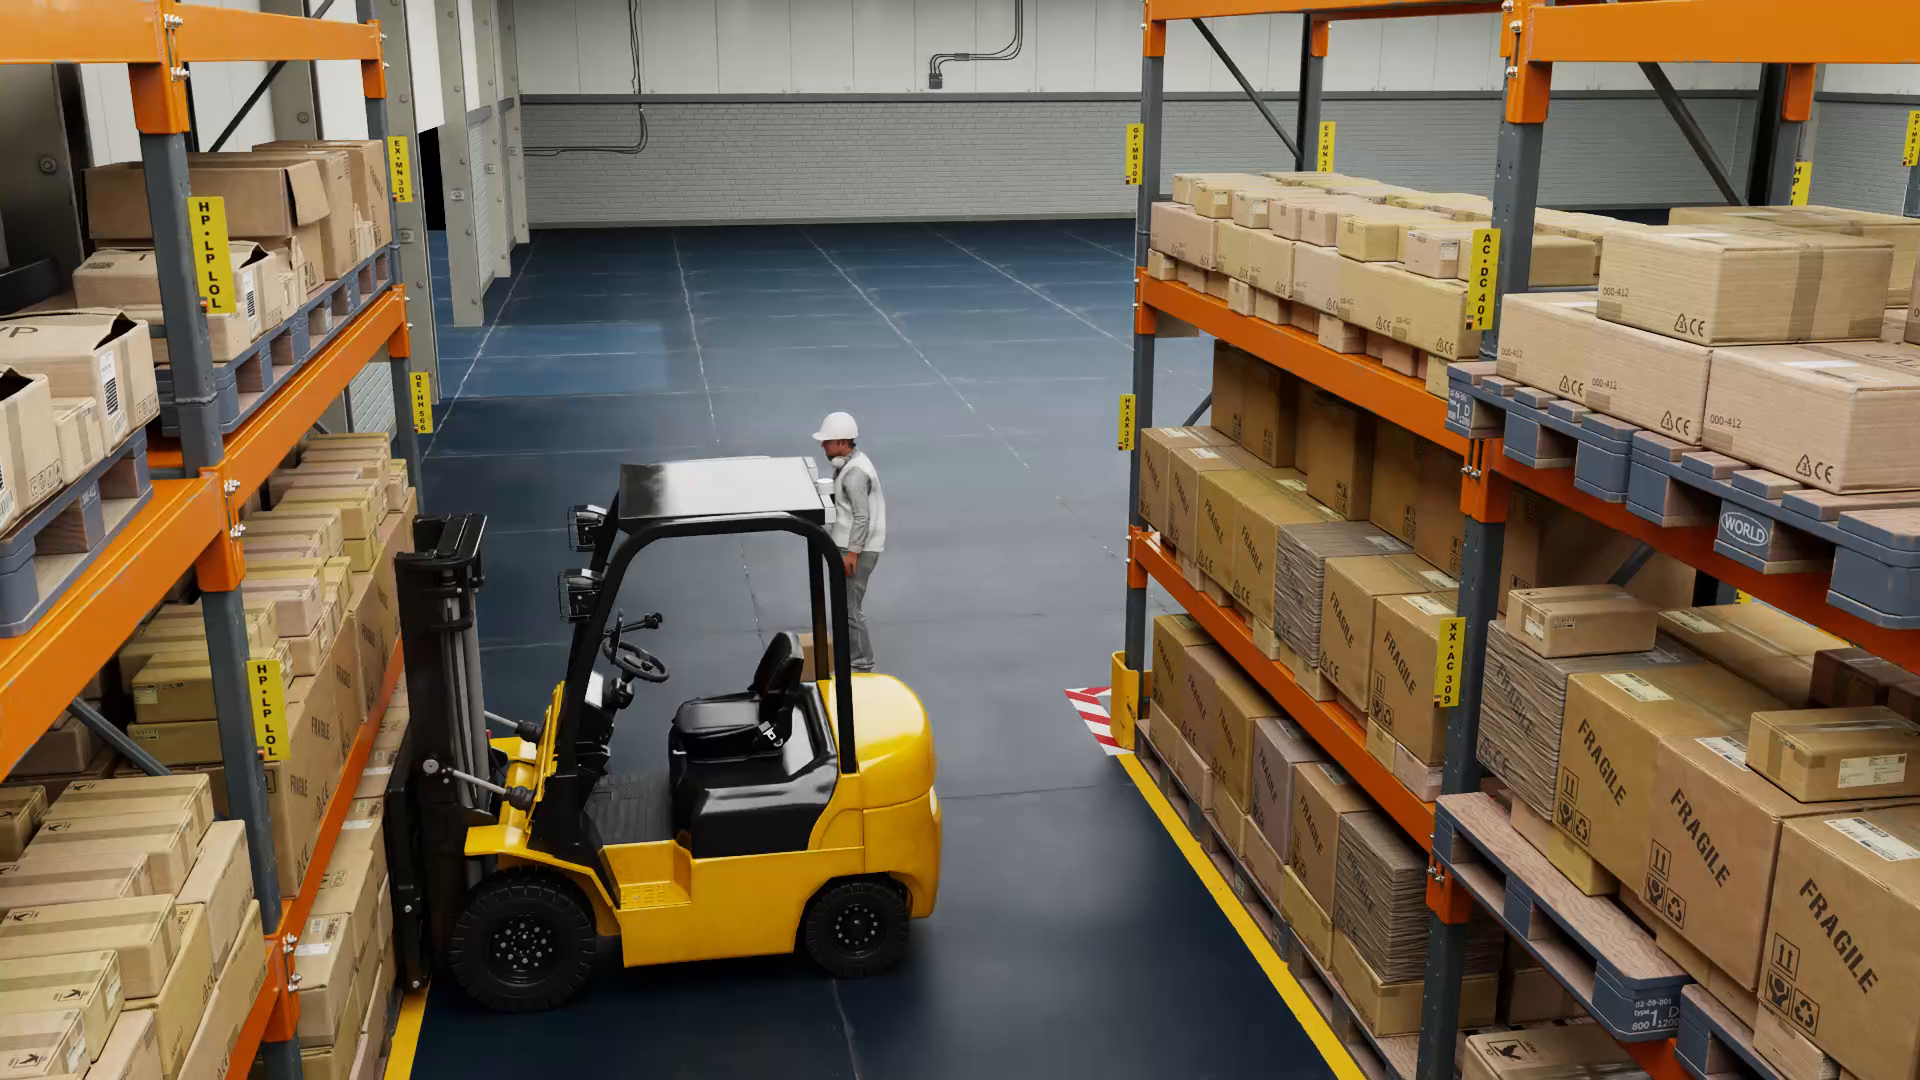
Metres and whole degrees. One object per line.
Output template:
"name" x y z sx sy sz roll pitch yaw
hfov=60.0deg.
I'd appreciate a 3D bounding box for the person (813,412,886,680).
"person" -0.720 0.028 10.894 0.463 1.770 0.578 -3 17 -11
